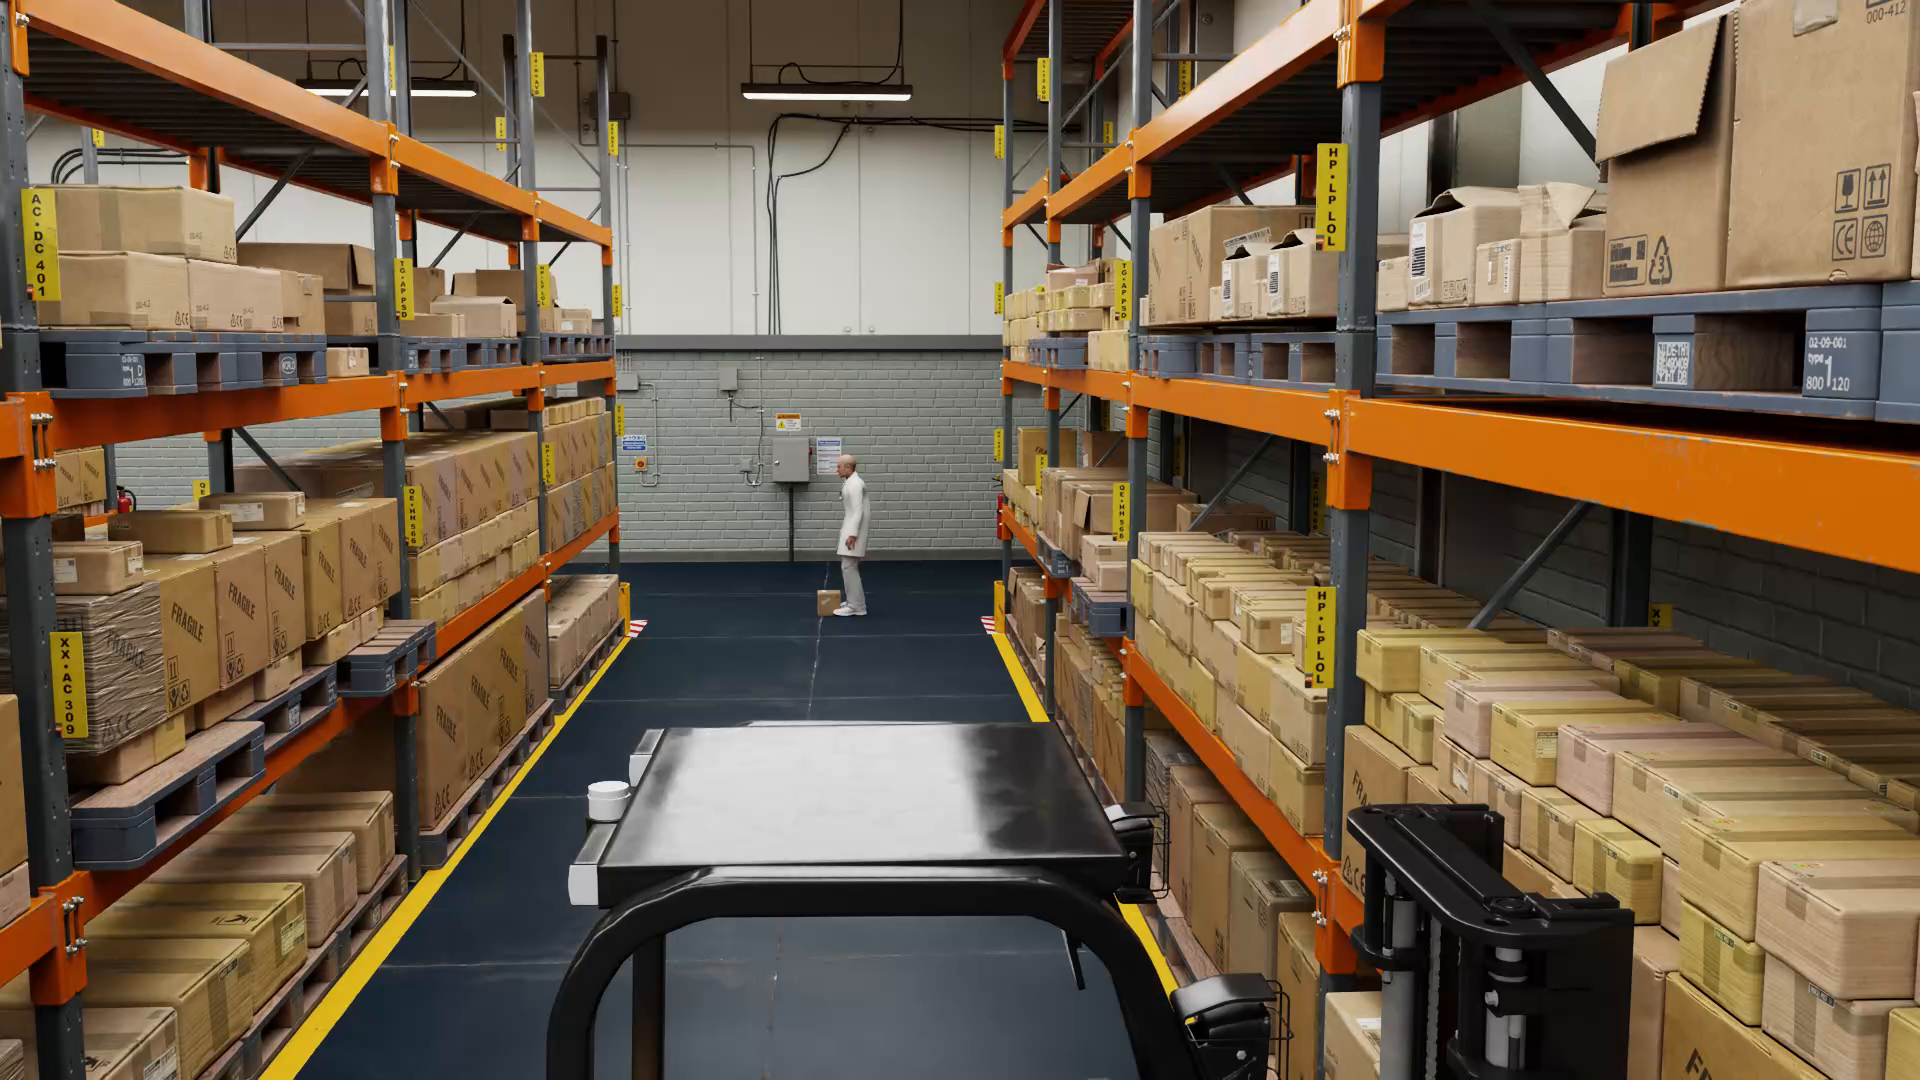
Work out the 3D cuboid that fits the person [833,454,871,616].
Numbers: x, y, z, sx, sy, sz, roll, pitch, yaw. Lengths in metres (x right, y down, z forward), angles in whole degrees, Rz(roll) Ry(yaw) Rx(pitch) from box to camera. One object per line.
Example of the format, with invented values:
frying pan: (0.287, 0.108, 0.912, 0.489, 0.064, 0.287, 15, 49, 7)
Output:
person: (-1.198, -0.061, 18.329, 0.429, 1.772, 0.646, -1, 7, -7)
